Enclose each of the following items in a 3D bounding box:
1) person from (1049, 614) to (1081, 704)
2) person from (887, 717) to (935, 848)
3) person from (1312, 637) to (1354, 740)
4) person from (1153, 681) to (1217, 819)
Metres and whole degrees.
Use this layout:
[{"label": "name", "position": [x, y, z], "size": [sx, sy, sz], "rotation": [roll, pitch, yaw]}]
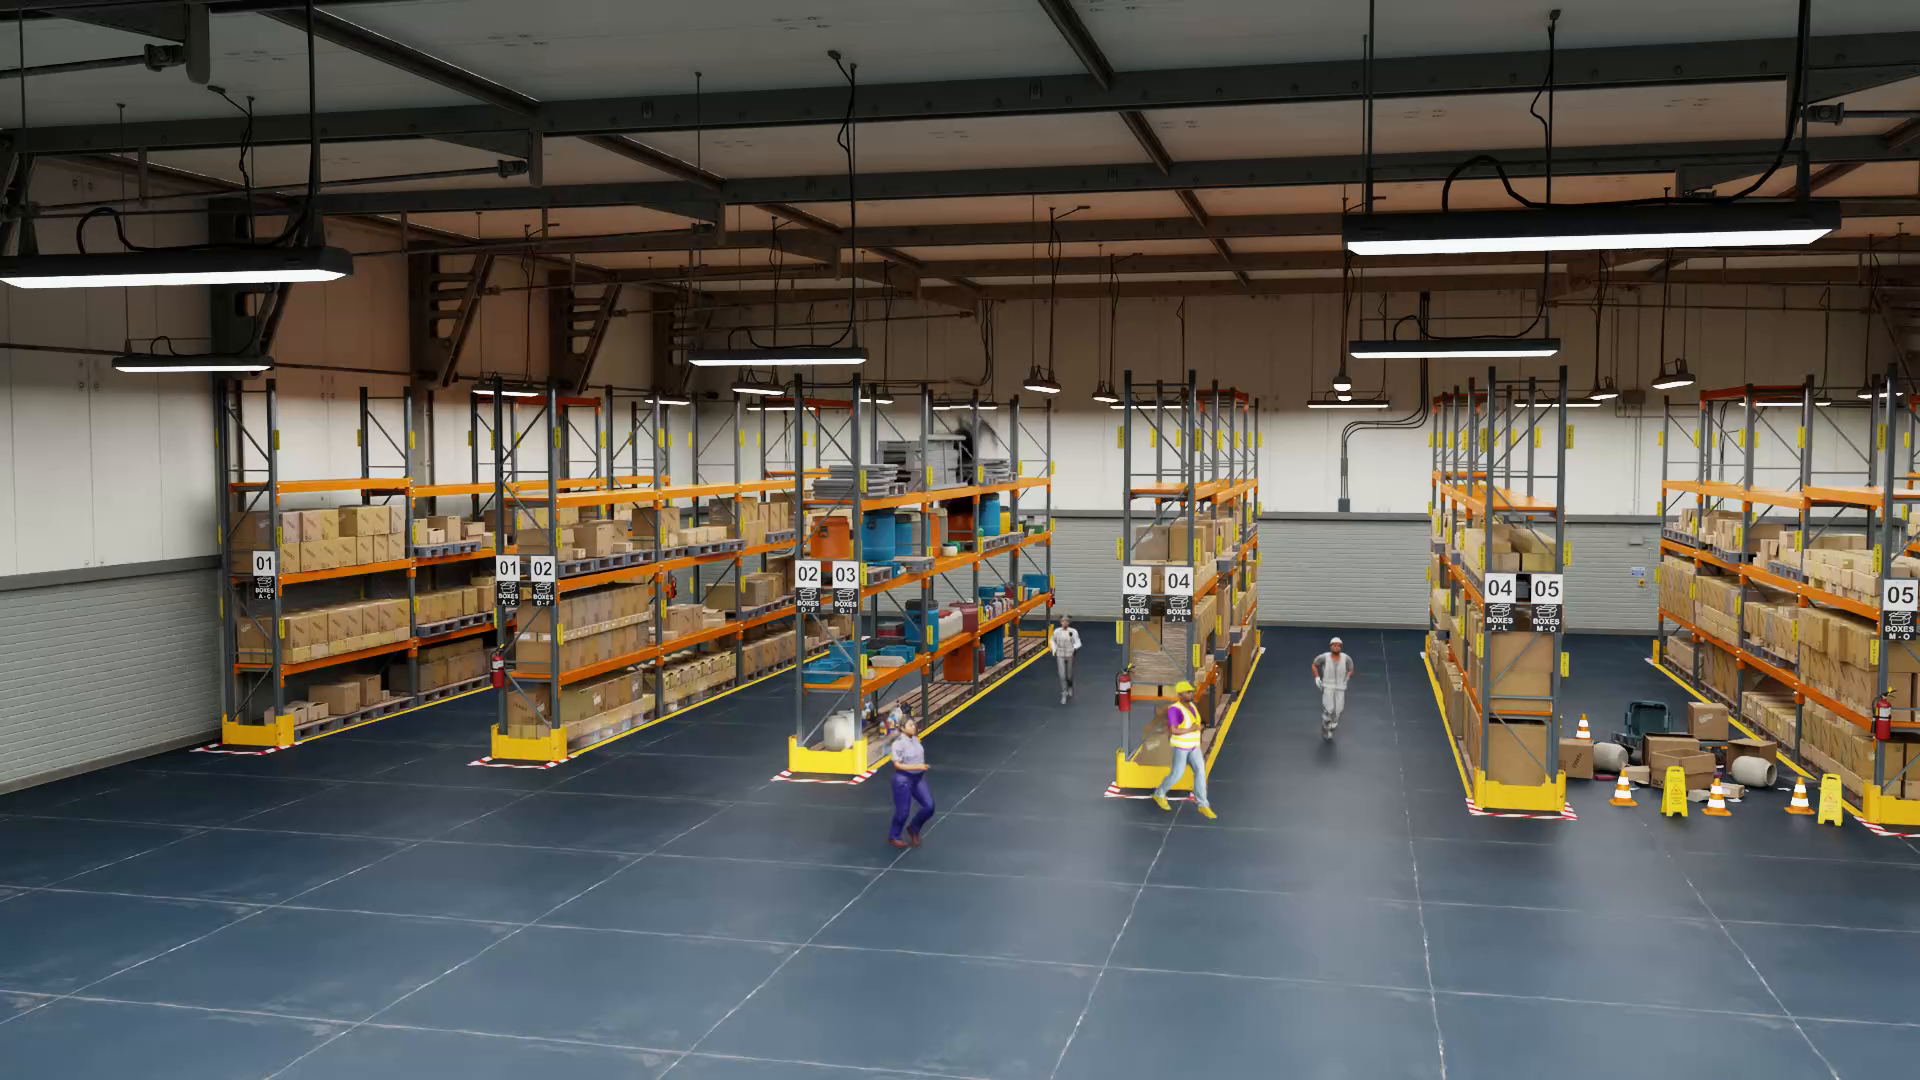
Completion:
[{"label": "person", "position": [2.016, 2.248, 31.903], "size": [0.620, 1.701, 0.774], "rotation": [0, 3, 7]}, {"label": "person", "position": [-0.604, 2.965, 20.290], "size": [0.643, 1.629, 0.579], "rotation": [3, 5, 41]}, {"label": "person", "position": [6.177, 2.468, 27.444], "size": [0.653, 1.736, 0.662], "rotation": [0, 3, 0]}, {"label": "person", "position": [2.995, 2.766, 22.114], "size": [0.690, 1.779, 0.939], "rotation": [-3, 5, -44]}]
